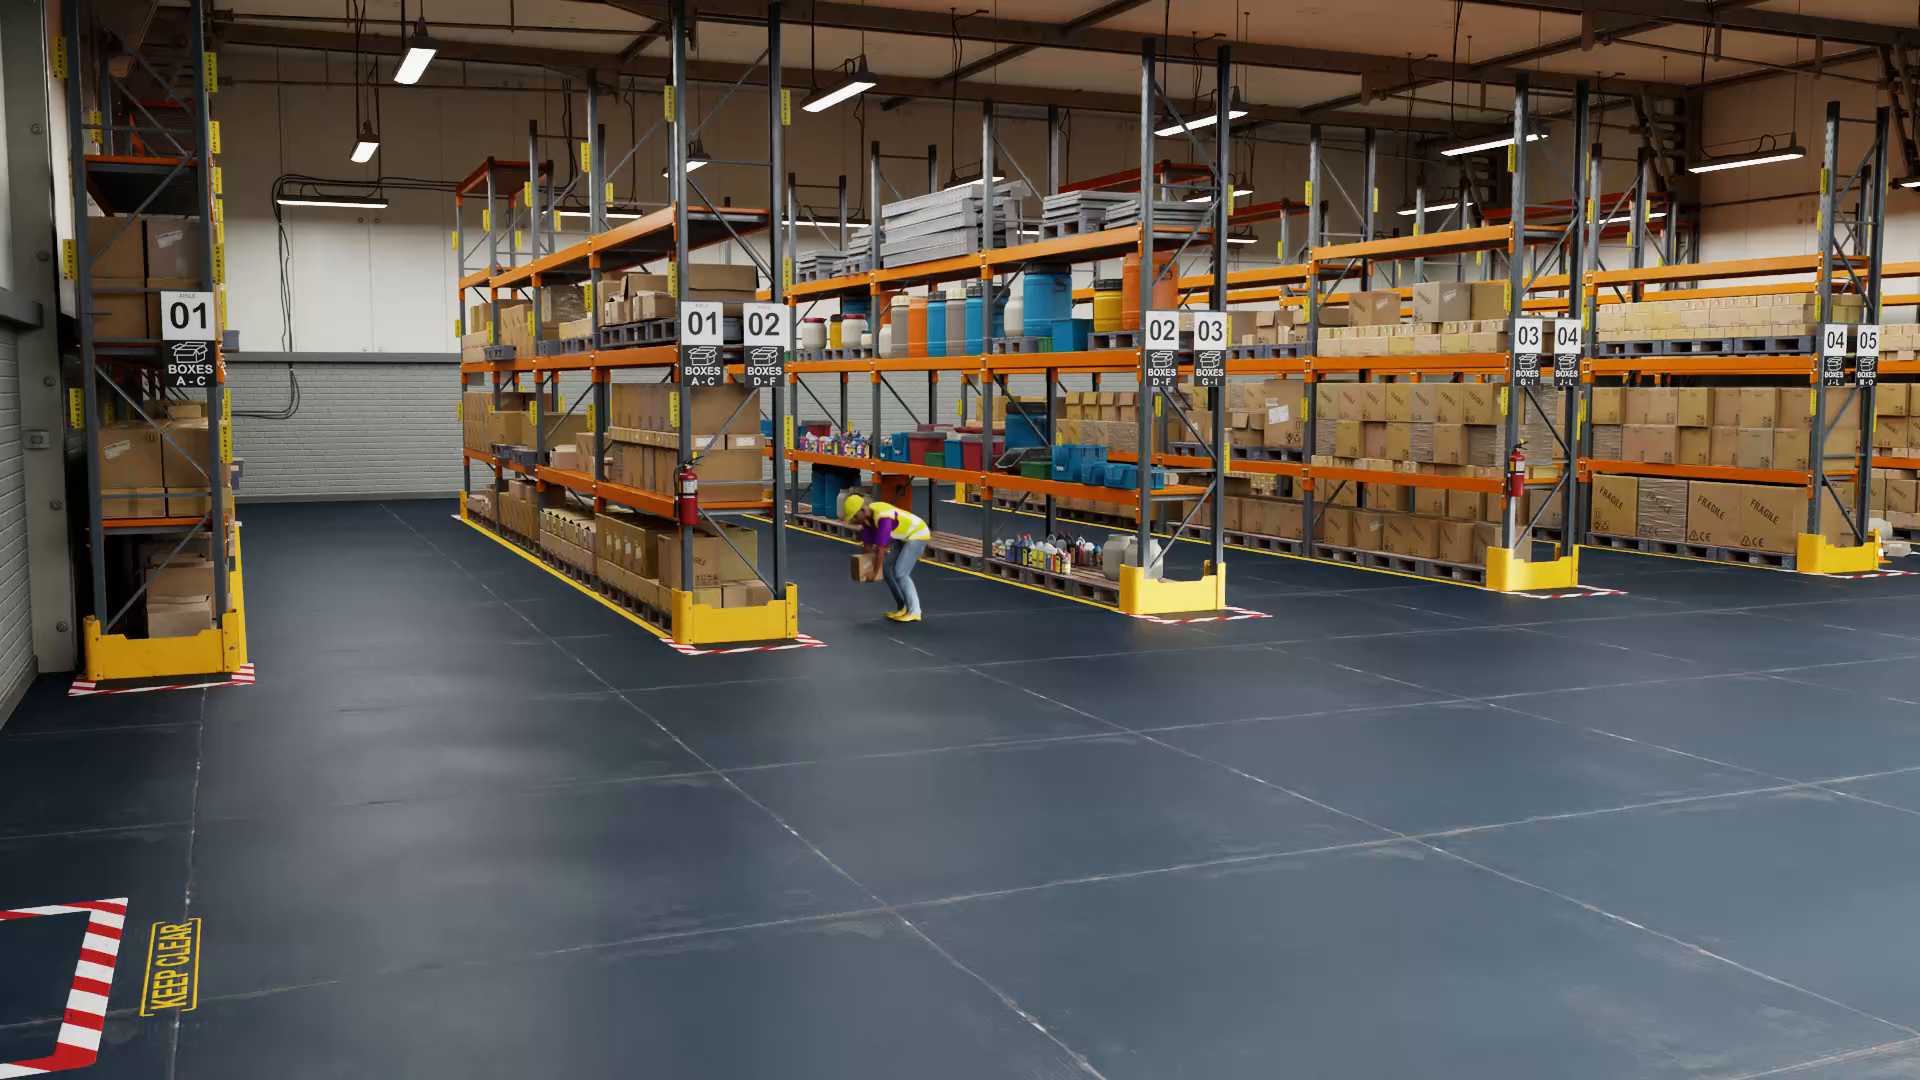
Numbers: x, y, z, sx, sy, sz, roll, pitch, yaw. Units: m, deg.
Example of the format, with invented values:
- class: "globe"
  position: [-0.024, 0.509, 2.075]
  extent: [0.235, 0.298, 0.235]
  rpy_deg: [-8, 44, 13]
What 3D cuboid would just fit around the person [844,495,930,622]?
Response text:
- class: "person"
  position: [-0.762, 0.182, 17.123]
  extent: [0.923, 1.311, 0.492]
  rpy_deg: [-3, 6, -26]
